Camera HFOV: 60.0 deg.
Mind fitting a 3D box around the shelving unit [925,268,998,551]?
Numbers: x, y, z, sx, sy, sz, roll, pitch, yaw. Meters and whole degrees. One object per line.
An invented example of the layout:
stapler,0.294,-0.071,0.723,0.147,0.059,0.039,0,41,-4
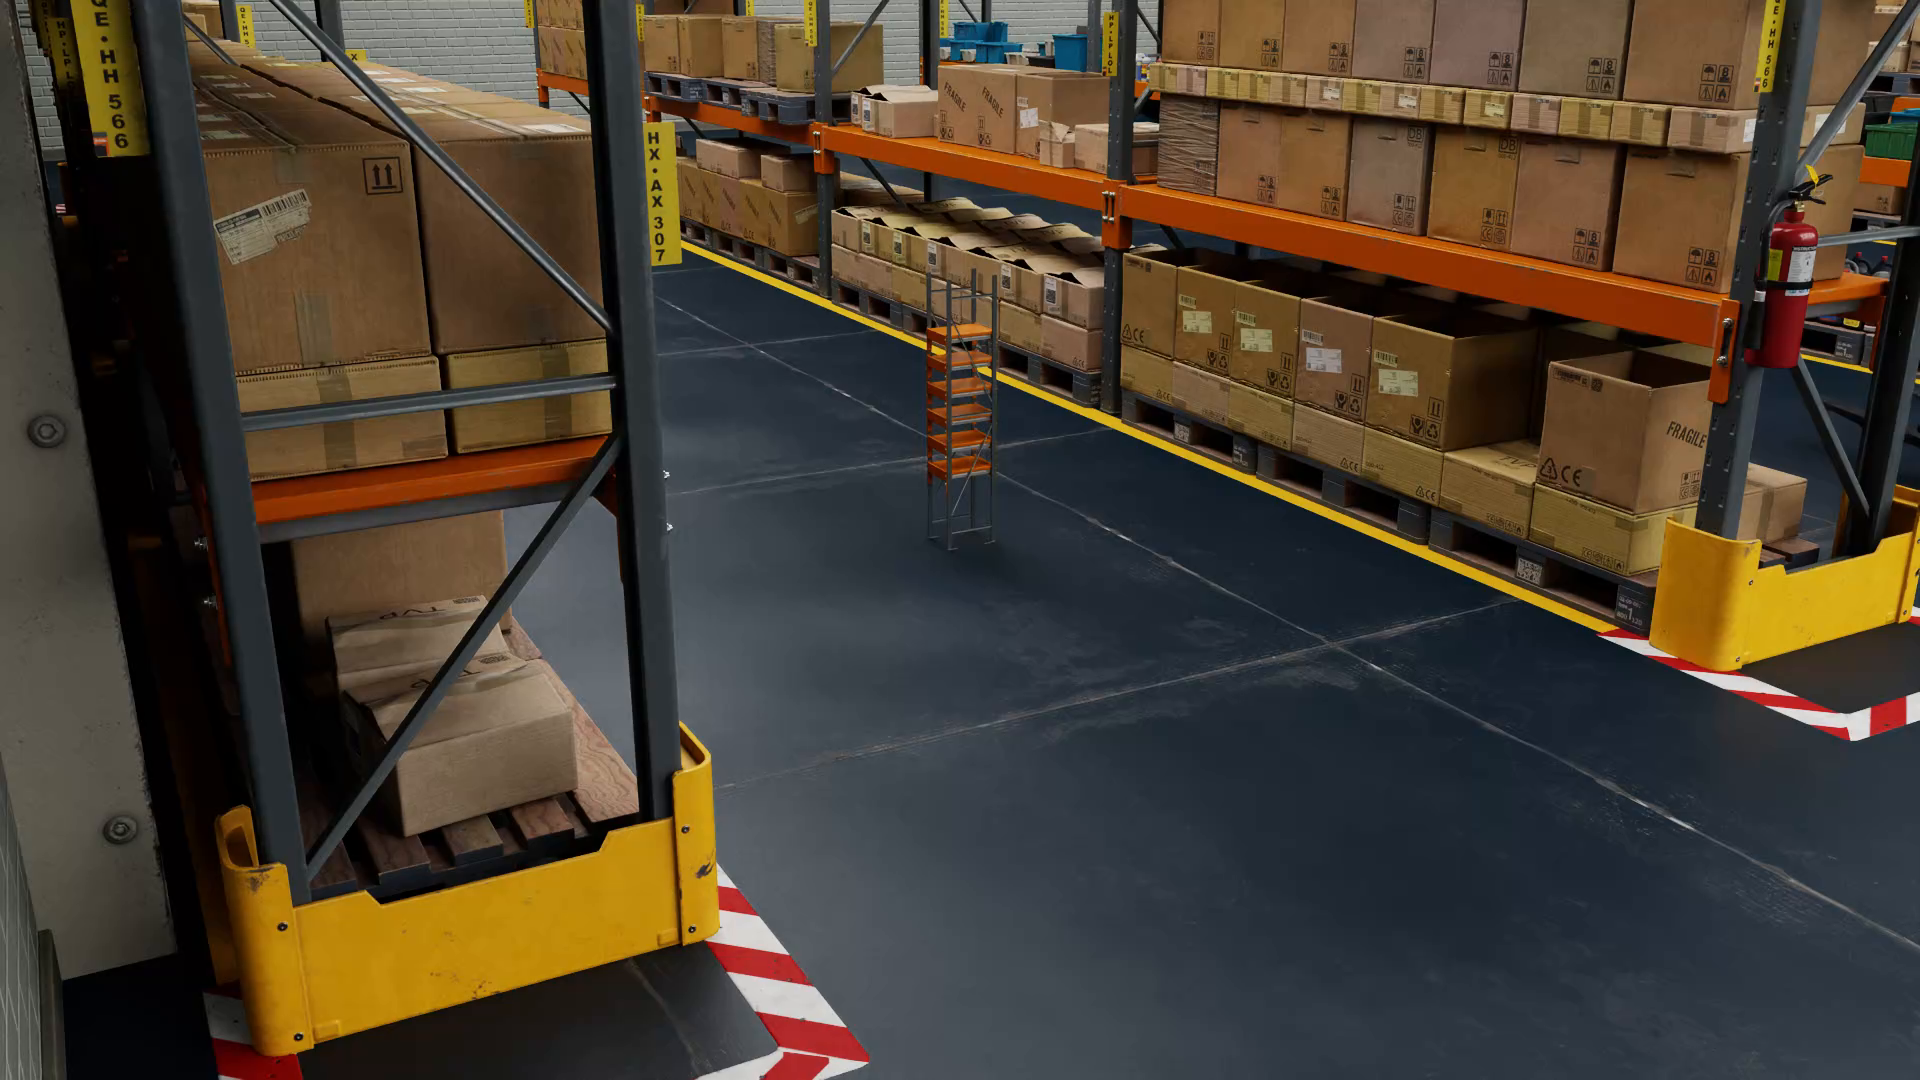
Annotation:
shelving unit,0.007,-0.563,7.255,0.258,1.200,0.189,-10,21,-27

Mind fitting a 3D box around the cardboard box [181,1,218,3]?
cardboard box,-5.223,-3.481,11.162,0.500,0.250,0.500,-10,22,-27

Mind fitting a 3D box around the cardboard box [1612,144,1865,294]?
cardboard box,2.968,-1.260,6.361,0.700,0.500,0.500,-10,21,-27

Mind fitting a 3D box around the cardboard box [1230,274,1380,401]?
cardboard box,1.698,-1.009,8.211,0.500,0.500,0.500,-10,21,-27

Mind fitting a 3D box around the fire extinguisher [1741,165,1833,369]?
fire extinguisher,2.825,-0.934,5.689,0.296,0.674,0.183,-10,21,-27

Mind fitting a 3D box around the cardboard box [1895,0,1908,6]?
cardboard box,14.454,-8.202,24.948,0.500,0.500,0.500,-10,21,-27

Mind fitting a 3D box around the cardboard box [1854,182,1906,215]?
cardboard box,8.985,-3.424,15.946,0.700,0.500,0.500,-8,21,-22

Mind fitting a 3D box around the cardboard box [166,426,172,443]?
cardboard box,-3.733,-0.832,8.433,0.700,0.500,0.500,-10,22,-28

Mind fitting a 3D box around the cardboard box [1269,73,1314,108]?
cardboard box,1.722,-2.178,8.029,0.380,0.149,0.250,-11,22,-28

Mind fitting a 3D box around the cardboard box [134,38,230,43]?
cardboard box,-4.747,-2.726,9.938,0.700,0.500,0.500,-13,23,-33

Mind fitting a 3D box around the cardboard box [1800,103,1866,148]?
cardboard box,3.181,-1.576,6.285,0.380,0.149,0.250,-10,21,-27

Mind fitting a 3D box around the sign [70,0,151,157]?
sign,-1.678,-0.924,3.284,0.100,0.325,0.005,-10,21,-27

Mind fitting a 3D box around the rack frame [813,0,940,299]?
rack frame,-0.621,-3.373,12.639,1.000,3.000,0.127,-10,21,-27

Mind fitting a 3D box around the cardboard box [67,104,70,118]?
cardboard box,-5.905,-3.189,11.466,0.500,0.500,0.500,-10,21,-26

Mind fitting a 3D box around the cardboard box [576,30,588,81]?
cardboard box,-3.720,-5.113,17.528,0.500,0.500,0.500,-10,21,-26

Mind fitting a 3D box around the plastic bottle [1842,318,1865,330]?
plastic bottle,5.789,-1.511,10.732,0.061,0.283,0.133,-9,21,-24

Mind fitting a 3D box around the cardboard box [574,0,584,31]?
cardboard box,-3.711,-5.582,17.355,0.500,0.500,0.500,-10,22,-27

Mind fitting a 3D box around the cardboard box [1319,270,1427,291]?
cardboard box,2.159,-1.090,8.446,0.500,0.500,0.500,-10,21,-27

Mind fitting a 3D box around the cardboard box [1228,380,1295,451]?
cardboard box,1.698,-0.655,8.333,0.500,0.250,0.500,-10,21,-27

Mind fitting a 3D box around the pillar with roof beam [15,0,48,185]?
pillar with roof beam,-7.032,-9.045,19.880,9.100,9.000,0.400,-10,21,-27

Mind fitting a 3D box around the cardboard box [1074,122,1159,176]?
cardboard box,1.006,-2.288,9.726,0.500,0.250,0.500,-9,21,-23

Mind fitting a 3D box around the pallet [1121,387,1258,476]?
pallet,1.619,-0.672,9.086,1.003,0.211,1.213,-10,21,-27

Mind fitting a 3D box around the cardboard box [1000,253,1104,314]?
cardboard box,0.581,-1.609,10.238,0.500,0.311,0.500,-9,21,-25

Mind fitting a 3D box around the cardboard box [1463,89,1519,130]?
cardboard box,2.339,-1.807,6.952,0.380,0.149,0.250,-9,21,-25

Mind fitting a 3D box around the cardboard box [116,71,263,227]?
cardboard box,-2.798,-1.433,6.067,0.500,0.500,0.500,-10,21,-27

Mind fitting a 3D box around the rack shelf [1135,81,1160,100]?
rack shelf,2.790,-4.373,16.641,1.077,0.370,4.000,-10,21,-27

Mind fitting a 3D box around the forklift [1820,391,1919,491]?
forklift,5.214,-1.488,7.282,1.130,2.935,3.031,-3,19,-10

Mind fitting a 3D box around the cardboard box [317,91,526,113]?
cardboard box,-1.608,-1.077,5.036,0.500,0.500,0.500,-11,22,-28

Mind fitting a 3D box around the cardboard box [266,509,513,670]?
cardboard box,-2.004,0.071,5.816,0.700,0.500,0.500,-12,22,-30

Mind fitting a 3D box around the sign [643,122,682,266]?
sign,-0.702,-0.801,3.859,0.100,0.325,0.005,-10,21,-27

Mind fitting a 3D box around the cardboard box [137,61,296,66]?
cardboard box,-3.291,-1.863,7.435,0.700,0.500,0.500,-10,21,-26

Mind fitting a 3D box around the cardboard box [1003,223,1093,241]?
cardboard box,0.570,-1.987,11.334,0.500,0.311,0.500,-9,21,-25

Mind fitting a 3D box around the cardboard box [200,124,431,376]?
cardboard box,-1.591,-0.703,3.953,0.500,0.500,0.500,-10,22,-27

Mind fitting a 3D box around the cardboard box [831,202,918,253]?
cardboard box,-0.631,-2.341,12.360,0.500,0.311,0.500,-9,21,-25

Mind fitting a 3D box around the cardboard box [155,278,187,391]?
cardboard box,-2.071,-0.642,4.923,0.500,0.250,0.500,-10,21,-27

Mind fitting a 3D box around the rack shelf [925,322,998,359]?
rack shelf,0.007,-0.861,7.153,0.258,0.103,0.180,-10,21,-27

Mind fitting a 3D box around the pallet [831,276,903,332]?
pallet,-0.264,-1.812,12.392,1.003,0.211,1.213,-10,21,-27

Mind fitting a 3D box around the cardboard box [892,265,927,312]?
cardboard box,-0.139,-1.783,11.604,0.500,0.250,0.500,-11,22,-28

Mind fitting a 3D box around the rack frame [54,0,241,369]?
rack frame,-4.979,-2.604,10.412,1.000,3.000,0.127,-10,21,-27

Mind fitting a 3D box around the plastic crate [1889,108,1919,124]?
plastic crate,6.404,-2.645,10.757,0.499,0.251,0.616,-10,21,-27

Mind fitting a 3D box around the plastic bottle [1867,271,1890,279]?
plastic bottle,6.172,-1.686,11.251,0.152,0.276,0.135,-10,21,-27

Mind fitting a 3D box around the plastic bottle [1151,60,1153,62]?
plastic bottle,2.000,-4.921,17.431,0.097,0.201,0.097,0,19,0

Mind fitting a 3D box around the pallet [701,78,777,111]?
pallet,-1.548,-3.840,14.286,1.003,0.211,1.213,-10,21,-27

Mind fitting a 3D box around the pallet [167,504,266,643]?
pallet,-2.729,0.049,6.997,1.003,0.211,1.213,-10,21,-27

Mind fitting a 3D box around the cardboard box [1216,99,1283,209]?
cardboard box,1.751,-1.995,8.493,0.700,0.500,0.500,-10,22,-27

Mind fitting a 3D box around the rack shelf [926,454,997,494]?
rack shelf,0.007,-0.294,7.348,0.258,0.103,0.180,-10,21,-27

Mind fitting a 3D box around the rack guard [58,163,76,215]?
rack guard,-8.789,-3.726,17.495,1.175,0.500,0.348,-10,21,-27

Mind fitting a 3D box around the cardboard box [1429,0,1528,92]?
cardboard box,2.448,-2.183,7.048,0.700,0.500,0.500,-10,21,-26

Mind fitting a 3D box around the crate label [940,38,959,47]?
crate label,-0.231,-6.263,21.179,0.416,0.233,0.303,-10,21,-27

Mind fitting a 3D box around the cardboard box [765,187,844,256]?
cardboard box,-1.272,-2.631,13.648,0.500,0.500,0.500,-9,21,-25

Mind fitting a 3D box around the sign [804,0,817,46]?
sign,-1.094,-3.796,12.212,0.100,0.325,0.005,-10,21,-27

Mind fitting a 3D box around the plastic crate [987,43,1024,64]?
plastic crate,0.536,-5.799,19.834,0.416,0.233,0.300,-10,21,-27

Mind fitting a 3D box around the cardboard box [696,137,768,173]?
cardboard box,-2.030,-3.438,14.837,0.500,0.250,0.500,-10,21,-27

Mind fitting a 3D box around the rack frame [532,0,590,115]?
rack frame,-4.420,-5.669,19.294,1.000,3.000,0.127,-10,21,-27

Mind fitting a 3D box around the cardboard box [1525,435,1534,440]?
cardboard box,2.641,-0.450,7.740,0.500,0.250,0.500,-10,21,-27

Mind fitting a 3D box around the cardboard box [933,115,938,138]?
cardboard box,0.034,-2.897,11.644,0.380,0.149,0.250,-8,21,-23

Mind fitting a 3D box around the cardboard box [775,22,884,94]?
cardboard box,-1.019,-3.782,13.028,0.500,0.500,0.700,16,25,39

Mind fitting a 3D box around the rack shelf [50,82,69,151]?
rack shelf,-7.828,-3.987,15.521,1.077,0.370,4.000,-10,21,-27

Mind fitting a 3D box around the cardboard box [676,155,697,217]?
cardboard box,-2.505,-3.371,15.791,0.500,0.500,0.500,-11,22,-29
